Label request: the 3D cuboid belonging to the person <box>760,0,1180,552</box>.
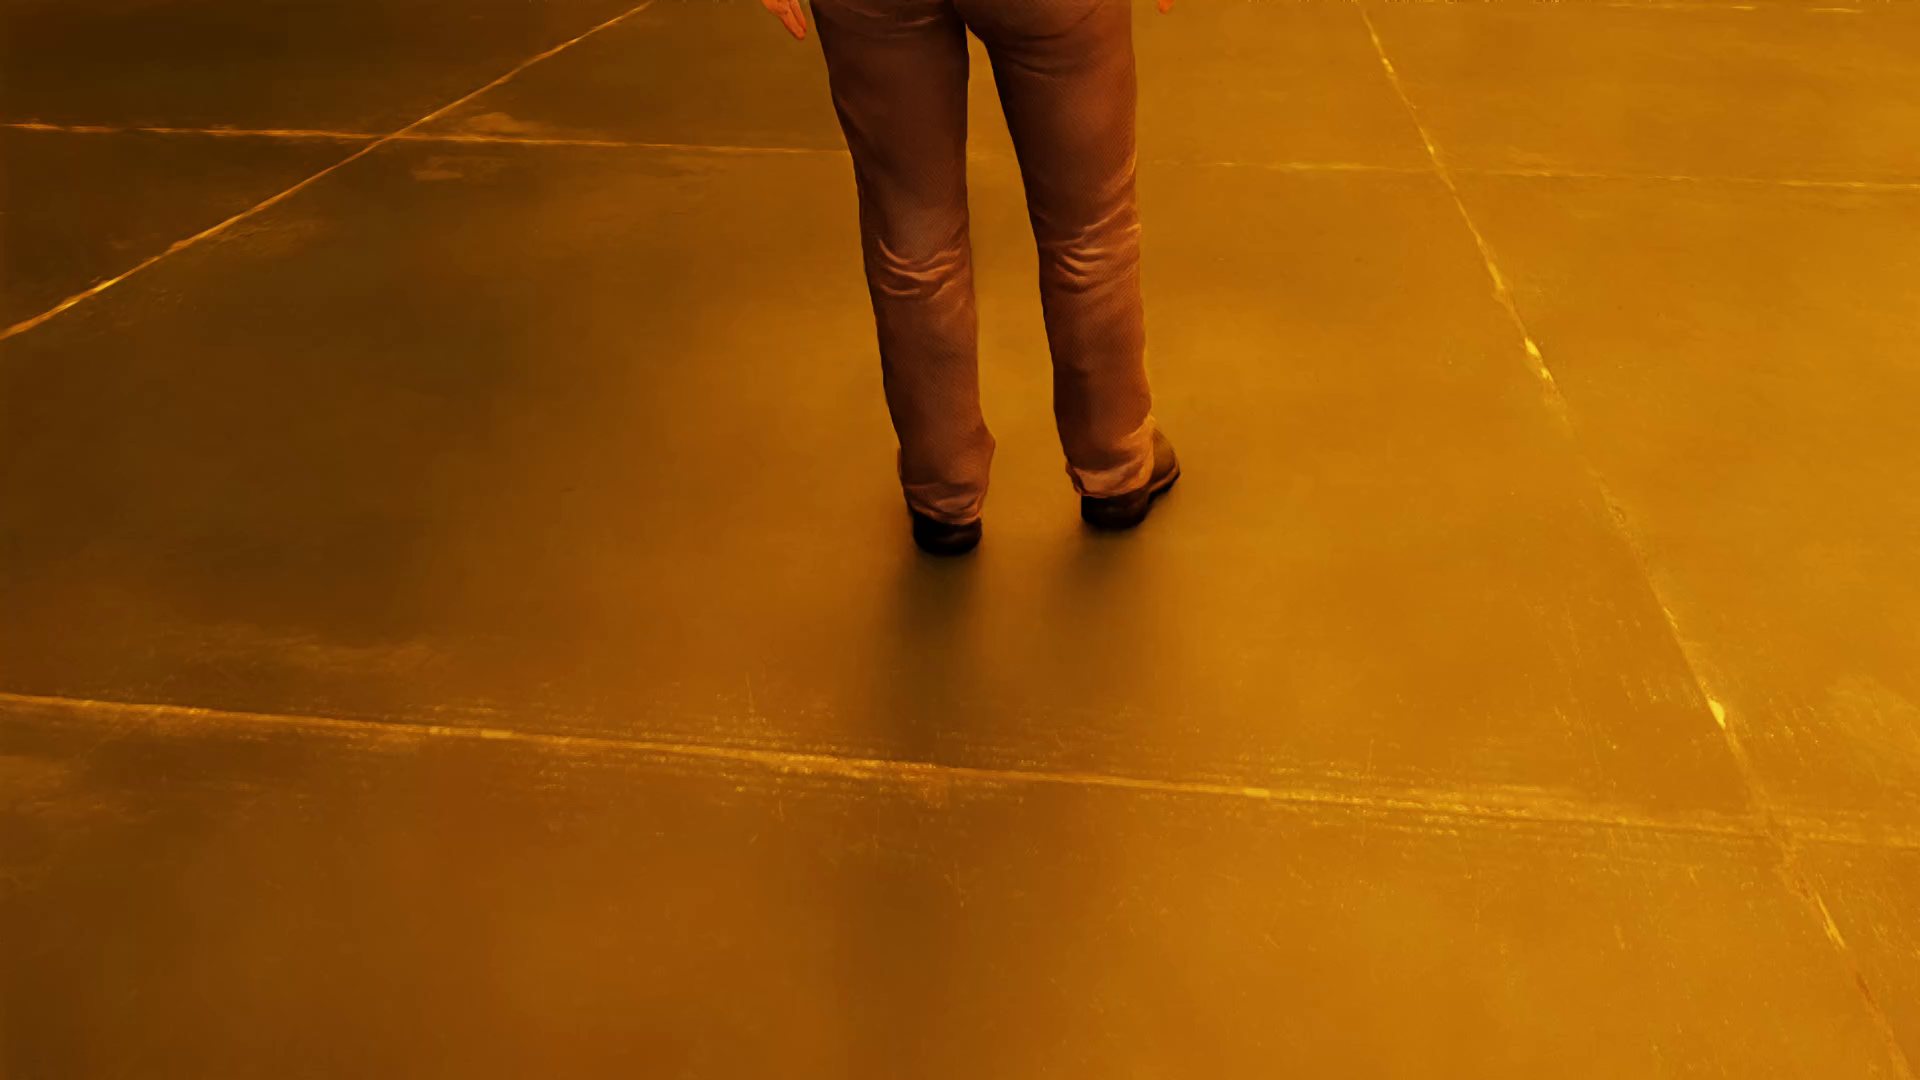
[{"bbox_3d":[0.016,-0.804,2.167,0.632,1.720,0.567,3,27,7],"label":"person"}]
